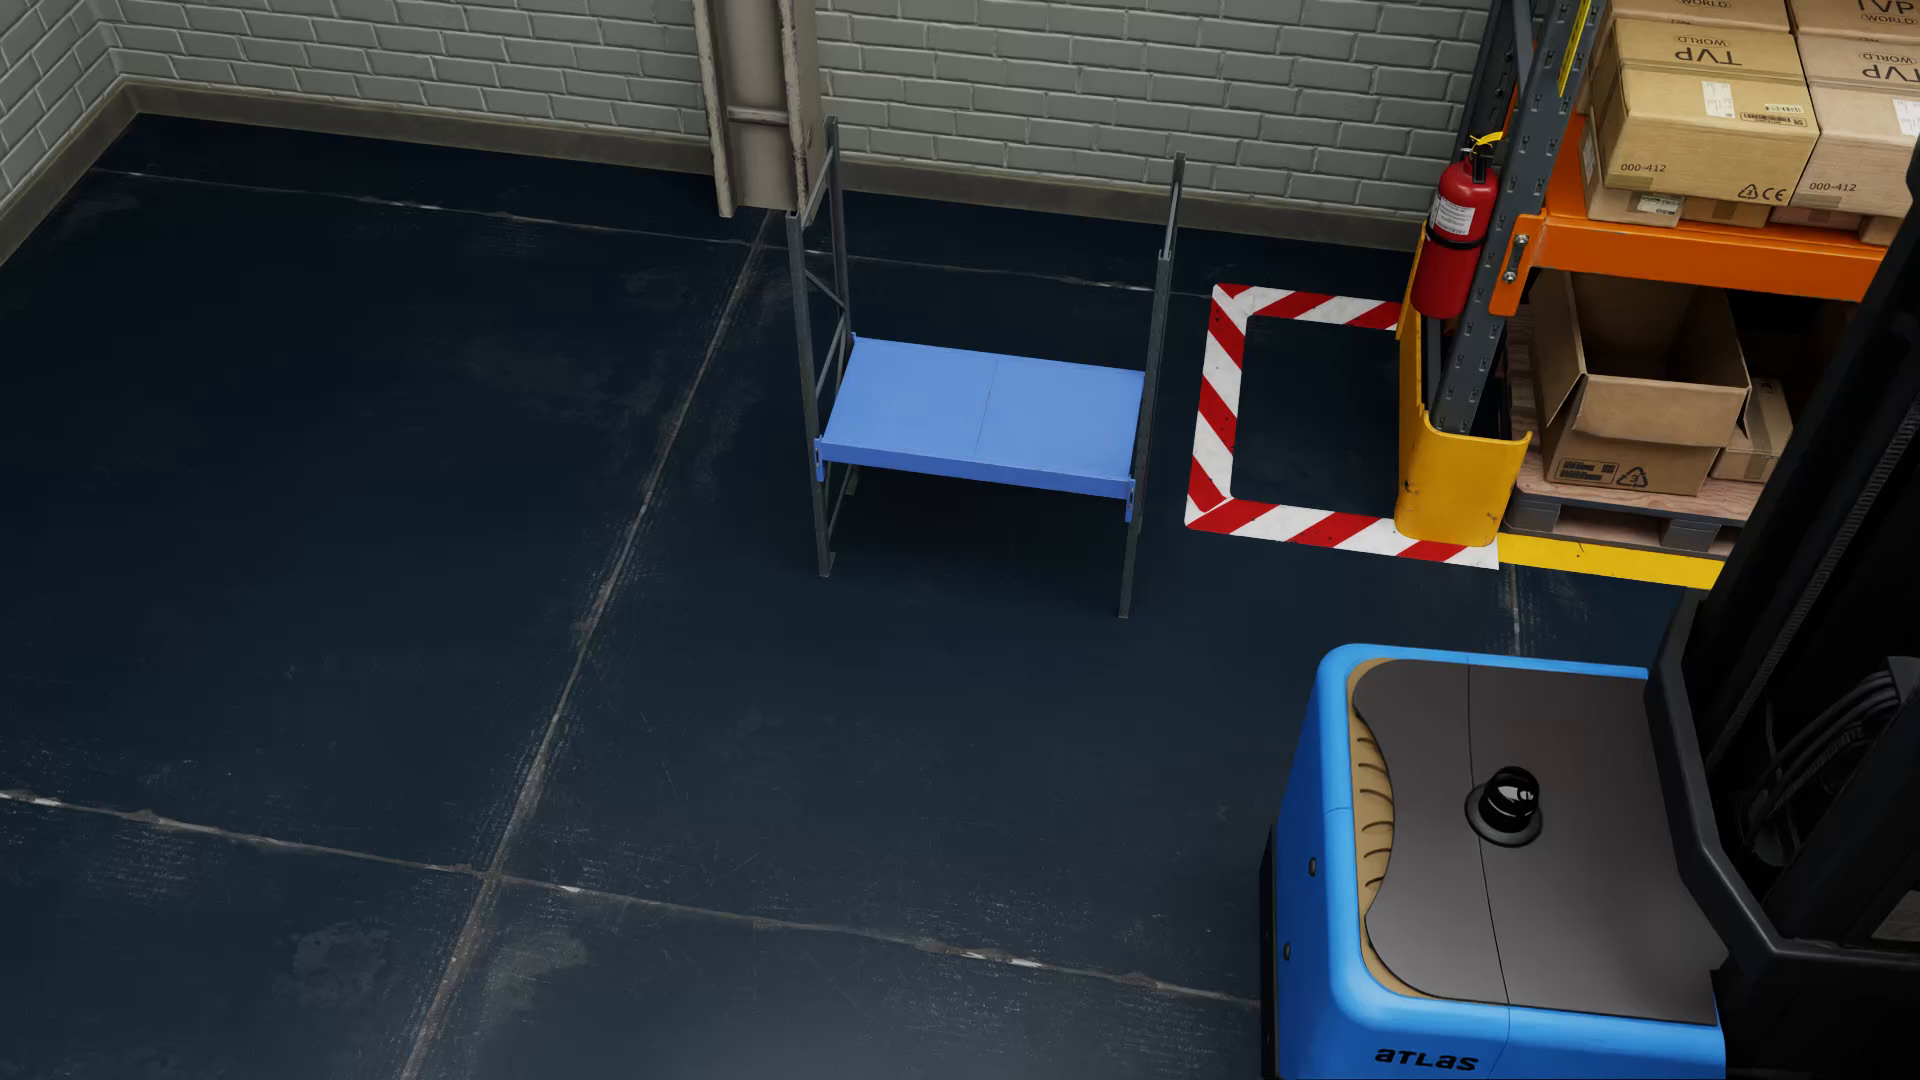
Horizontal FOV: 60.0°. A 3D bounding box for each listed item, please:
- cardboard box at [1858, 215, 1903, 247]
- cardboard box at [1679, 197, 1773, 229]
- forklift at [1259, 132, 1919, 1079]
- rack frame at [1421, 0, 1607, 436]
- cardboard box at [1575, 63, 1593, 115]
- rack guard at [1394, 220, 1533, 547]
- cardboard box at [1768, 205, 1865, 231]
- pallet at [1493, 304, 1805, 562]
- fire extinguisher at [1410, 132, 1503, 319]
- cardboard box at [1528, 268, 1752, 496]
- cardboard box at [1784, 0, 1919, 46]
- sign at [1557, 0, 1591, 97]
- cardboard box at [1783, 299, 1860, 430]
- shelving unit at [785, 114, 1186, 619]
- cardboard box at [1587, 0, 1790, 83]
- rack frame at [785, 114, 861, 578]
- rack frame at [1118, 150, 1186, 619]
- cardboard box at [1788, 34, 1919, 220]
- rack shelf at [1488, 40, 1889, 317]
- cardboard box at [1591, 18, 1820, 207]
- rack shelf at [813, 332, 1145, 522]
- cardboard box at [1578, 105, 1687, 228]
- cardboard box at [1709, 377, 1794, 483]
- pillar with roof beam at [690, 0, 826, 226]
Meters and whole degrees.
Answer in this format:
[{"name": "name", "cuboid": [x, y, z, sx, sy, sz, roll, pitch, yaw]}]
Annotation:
[{"name": "cardboard box", "cuboid": [2.739, -1.014, 4.814, 0.250, 0.149, 0.380, 9, 49, 8]}, {"name": "cardboard box", "cuboid": [2.237, -1.102, 4.892, 0.250, 0.149, 0.380, 9, 49, 8]}, {"name": "forklift", "cuboid": [2.322, 0.464, 3.362, 3.031, 2.935, 1.130, 5, 48, 4]}, {"name": "rack frame", "cuboid": [1.704, -1.430, 5.018, 0.127, 3.000, 1.000, 8, 49, 7]}, {"name": "cardboard box", "cuboid": [2.077, -1.499, 5.249, 0.250, 0.149, 0.380, 7, 48, 6]}, {"name": "rack guard", "cuboid": [1.778, -0.584, 5.939, 0.348, 0.500, 1.175, 8, 49, 7]}, {"name": "cardboard box", "cuboid": [2.502, -1.093, 4.884, 0.250, 0.149, 0.380, 7, 48, 6]}, {"name": "pallet", "cuboid": [2.563, -0.383, 5.953, 1.213, 0.211, 1.003, 8, 49, 7]}, {"name": "fire extinguisher", "cuboid": [1.477, -0.961, 4.899, 0.183, 0.674, 0.296, 8, 49, 7]}, {"name": "cardboard box", "cuboid": [2.289, -0.586, 5.656, 0.637, 0.503, 0.797, 6, 48, 5]}, {"name": "cardboard box", "cuboid": [2.711, -1.544, 5.021, 0.500, 0.250, 0.500, 8, 49, 7]}, {"name": "sign", "cuboid": [1.607, -1.322, 4.339, 0.005, 0.325, 0.100, 8, 49, 7]}, {"name": "cardboard box", "cuboid": [3.123, -0.443, 5.530, 0.500, 0.500, 0.700, 9, 49, 8]}, {"name": "shelving unit", "cuboid": [0.084, -0.490, 5.182, 1.048, 1.500, 0.538, 8, 49, 7]}, {"name": "cardboard box", "cuboid": [2.203, -1.613, 5.083, 0.500, 0.250, 0.500, 9, 49, 8]}, {"name": "rack frame", "cuboid": [-0.416, -0.557, 5.242, 0.032, 1.500, 0.500, 8, 49, 7]}, {"name": "rack frame", "cuboid": [0.584, -0.423, 5.122, 0.032, 1.500, 0.500, 8, 49, 7]}, {"name": "cardboard box", "cuboid": [2.598, -1.156, 4.673, 0.500, 0.250, 0.500, 8, 49, 7]}, {"name": "rack shelf", "cuboid": [3.672, -0.925, 5.048, 4.000, 0.370, 1.077, 8, 49, 7]}, {"name": "cardboard box", "cuboid": [2.102, -1.222, 4.732, 0.500, 0.250, 0.500, 8, 49, 7]}, {"name": "rack shelf", "cuboid": [0.084, -0.370, 5.316, 1.000, 0.185, 0.538, 8, 49, 7]}, {"name": "cardboard box", "cuboid": [1.978, -1.102, 4.892, 0.250, 0.149, 0.380, 7, 48, 7]}, {"name": "cardboard box", "cuboid": [2.700, -0.383, 5.711, 0.250, 0.149, 0.380, 6, 48, 5]}, {"name": "pillar with roof beam", "cuboid": [-1.555, -1.300, 0.869, 0.400, 9.000, 9.100, 8, 49, 7]}]
